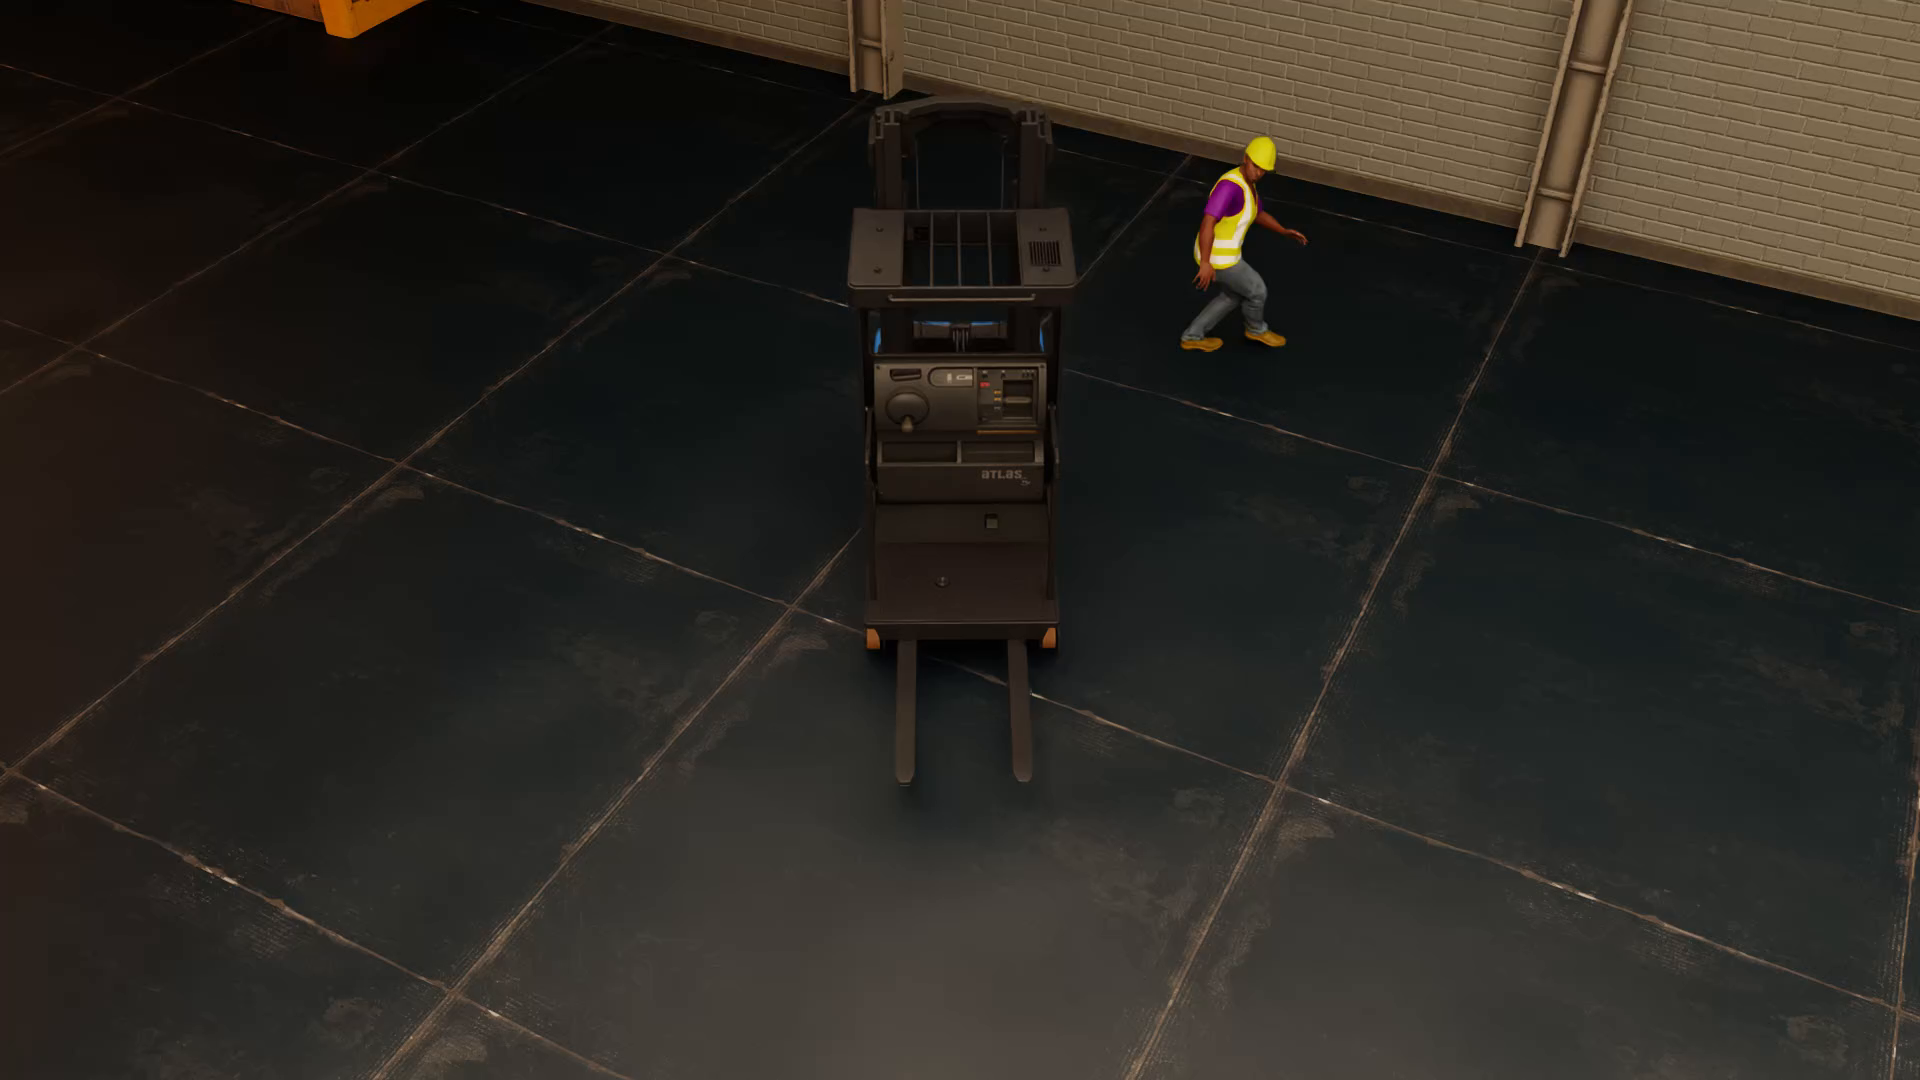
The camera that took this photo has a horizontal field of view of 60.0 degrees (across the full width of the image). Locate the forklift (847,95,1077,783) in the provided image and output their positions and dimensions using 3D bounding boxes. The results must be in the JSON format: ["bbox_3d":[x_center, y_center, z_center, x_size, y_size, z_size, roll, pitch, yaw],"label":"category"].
[{"bbox_3d":[0.006,-0.696,8.812,1.130,2.935,3.031,0,40,0],"label":"forklift"}]

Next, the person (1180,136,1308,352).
[{"bbox_3d":[1.966,-1.928,11.308,0.806,1.599,0.816,2,40,2],"label":"person"}]
